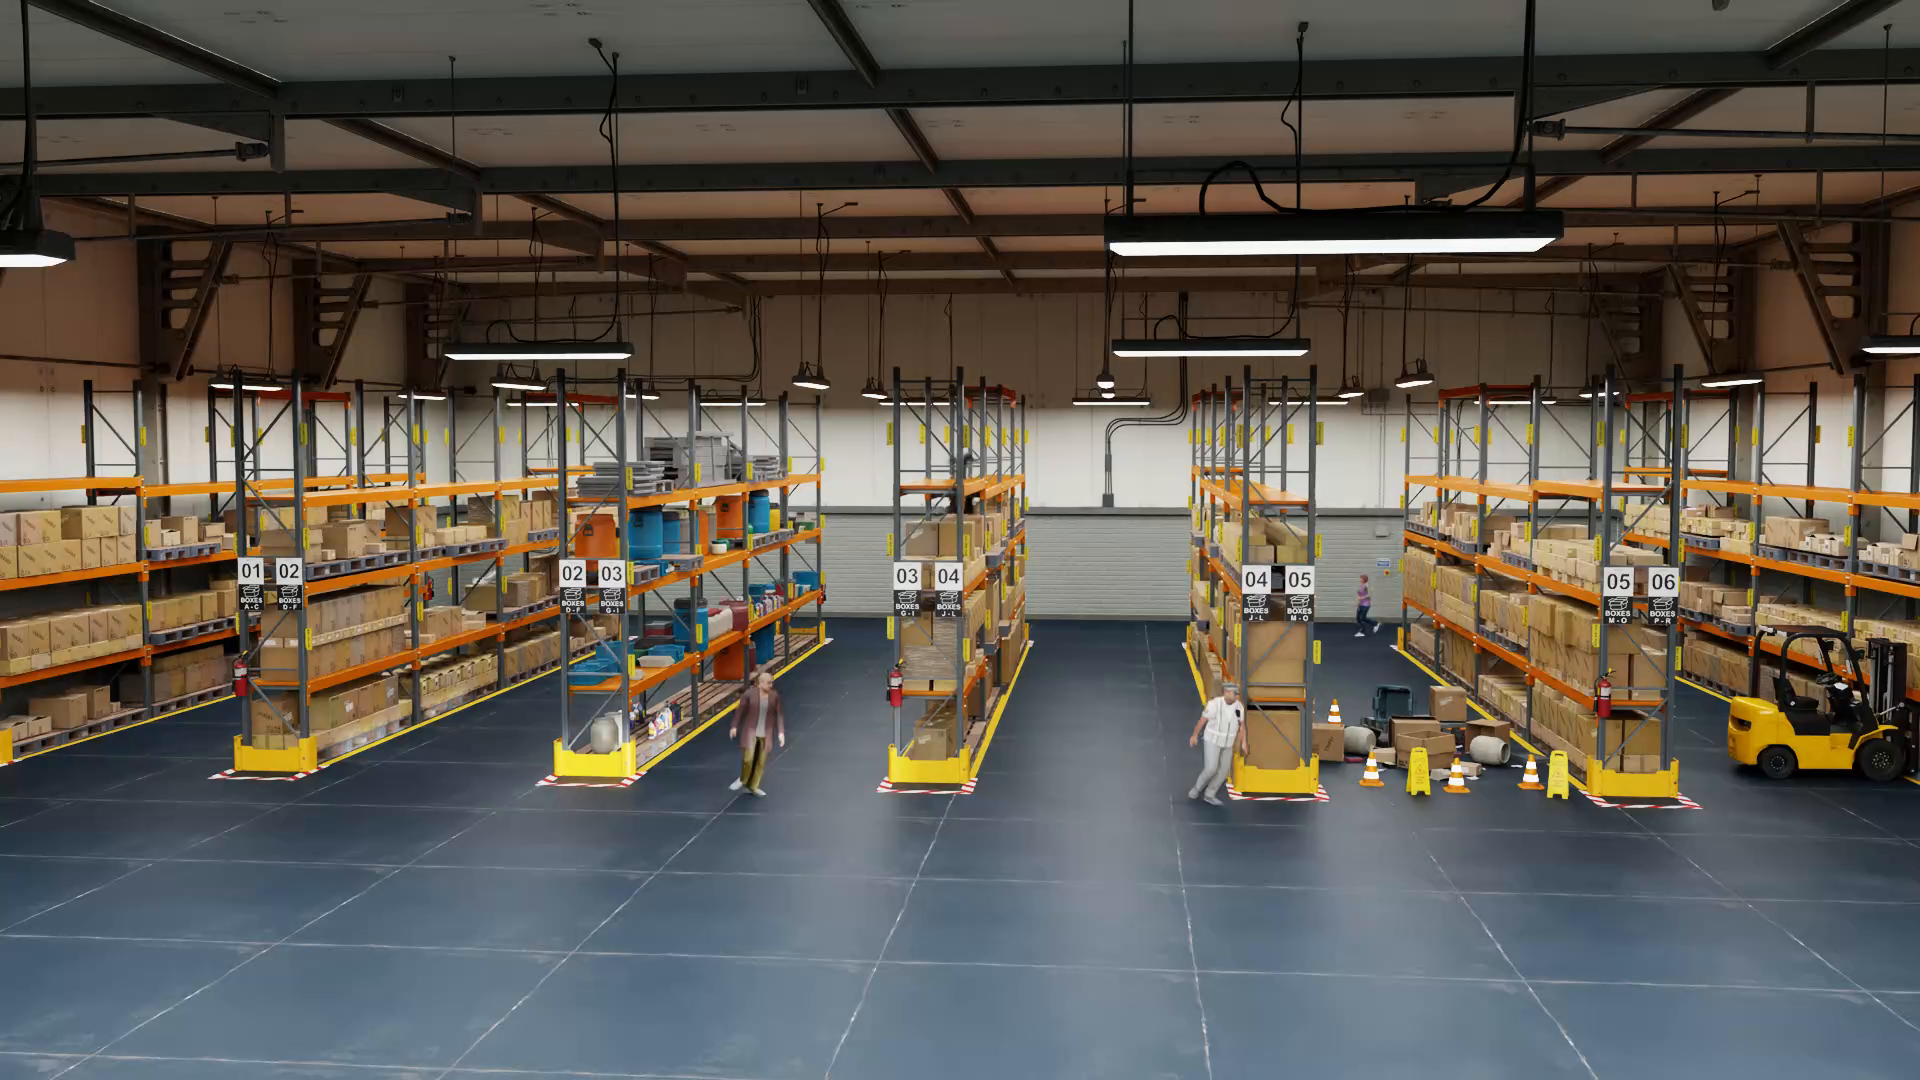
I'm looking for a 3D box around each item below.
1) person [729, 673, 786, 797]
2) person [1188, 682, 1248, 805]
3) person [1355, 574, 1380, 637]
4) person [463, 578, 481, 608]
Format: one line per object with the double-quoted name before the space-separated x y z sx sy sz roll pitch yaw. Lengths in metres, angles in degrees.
"person" -2.832 2.757 23.164 0.743 1.635 0.554 -1 4 -21
"person" 3.505 2.765 22.612 0.711 1.717 0.613 -2 4 -24
"person" 10.156 1.635 41.602 0.674 1.562 0.537 -1 4 -11
"person" -11.380 1.725 39.232 0.702 1.694 0.702 -1 4 -8
